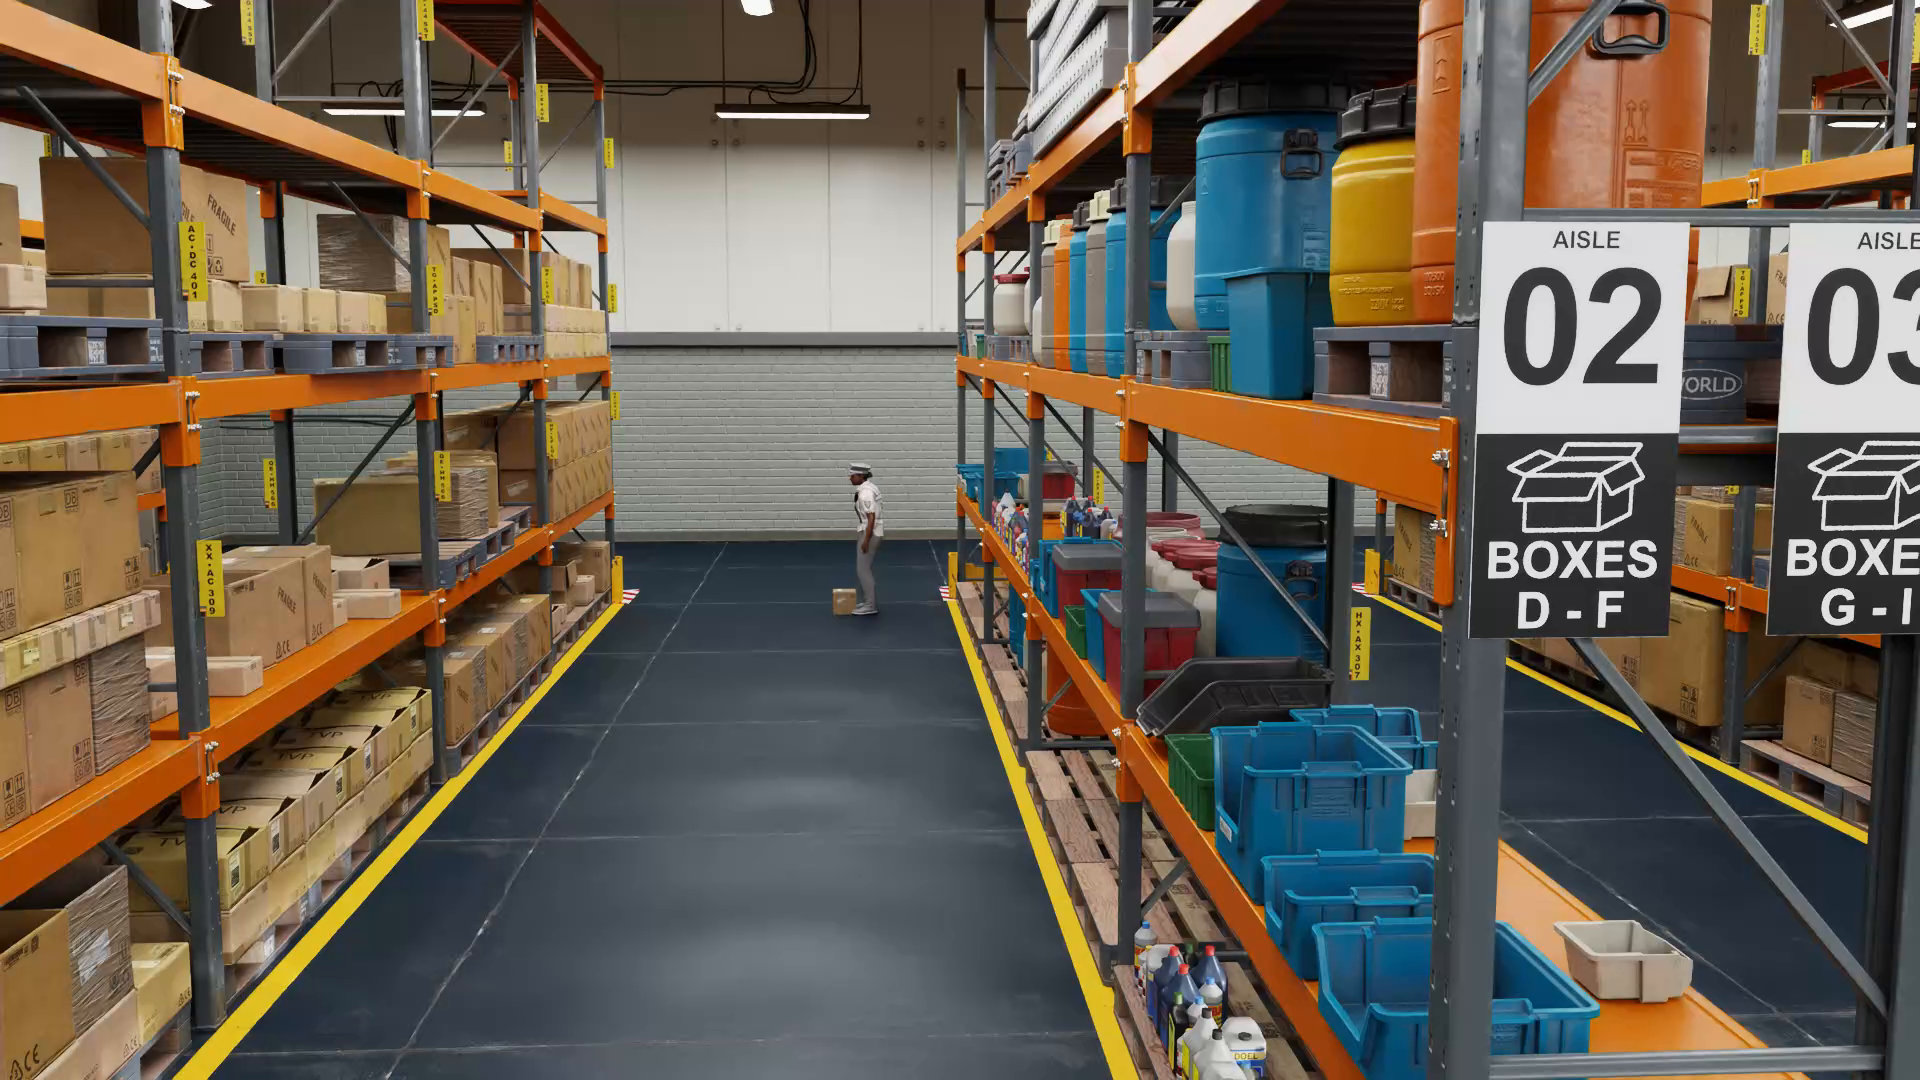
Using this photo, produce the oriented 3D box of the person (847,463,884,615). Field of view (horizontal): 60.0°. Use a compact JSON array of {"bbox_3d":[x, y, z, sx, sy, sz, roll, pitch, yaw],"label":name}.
[{"bbox_3d":[-1.032,-0.023,18.199,0.395,1.658,0.525,-1,7,-7],"label":"person"}]
